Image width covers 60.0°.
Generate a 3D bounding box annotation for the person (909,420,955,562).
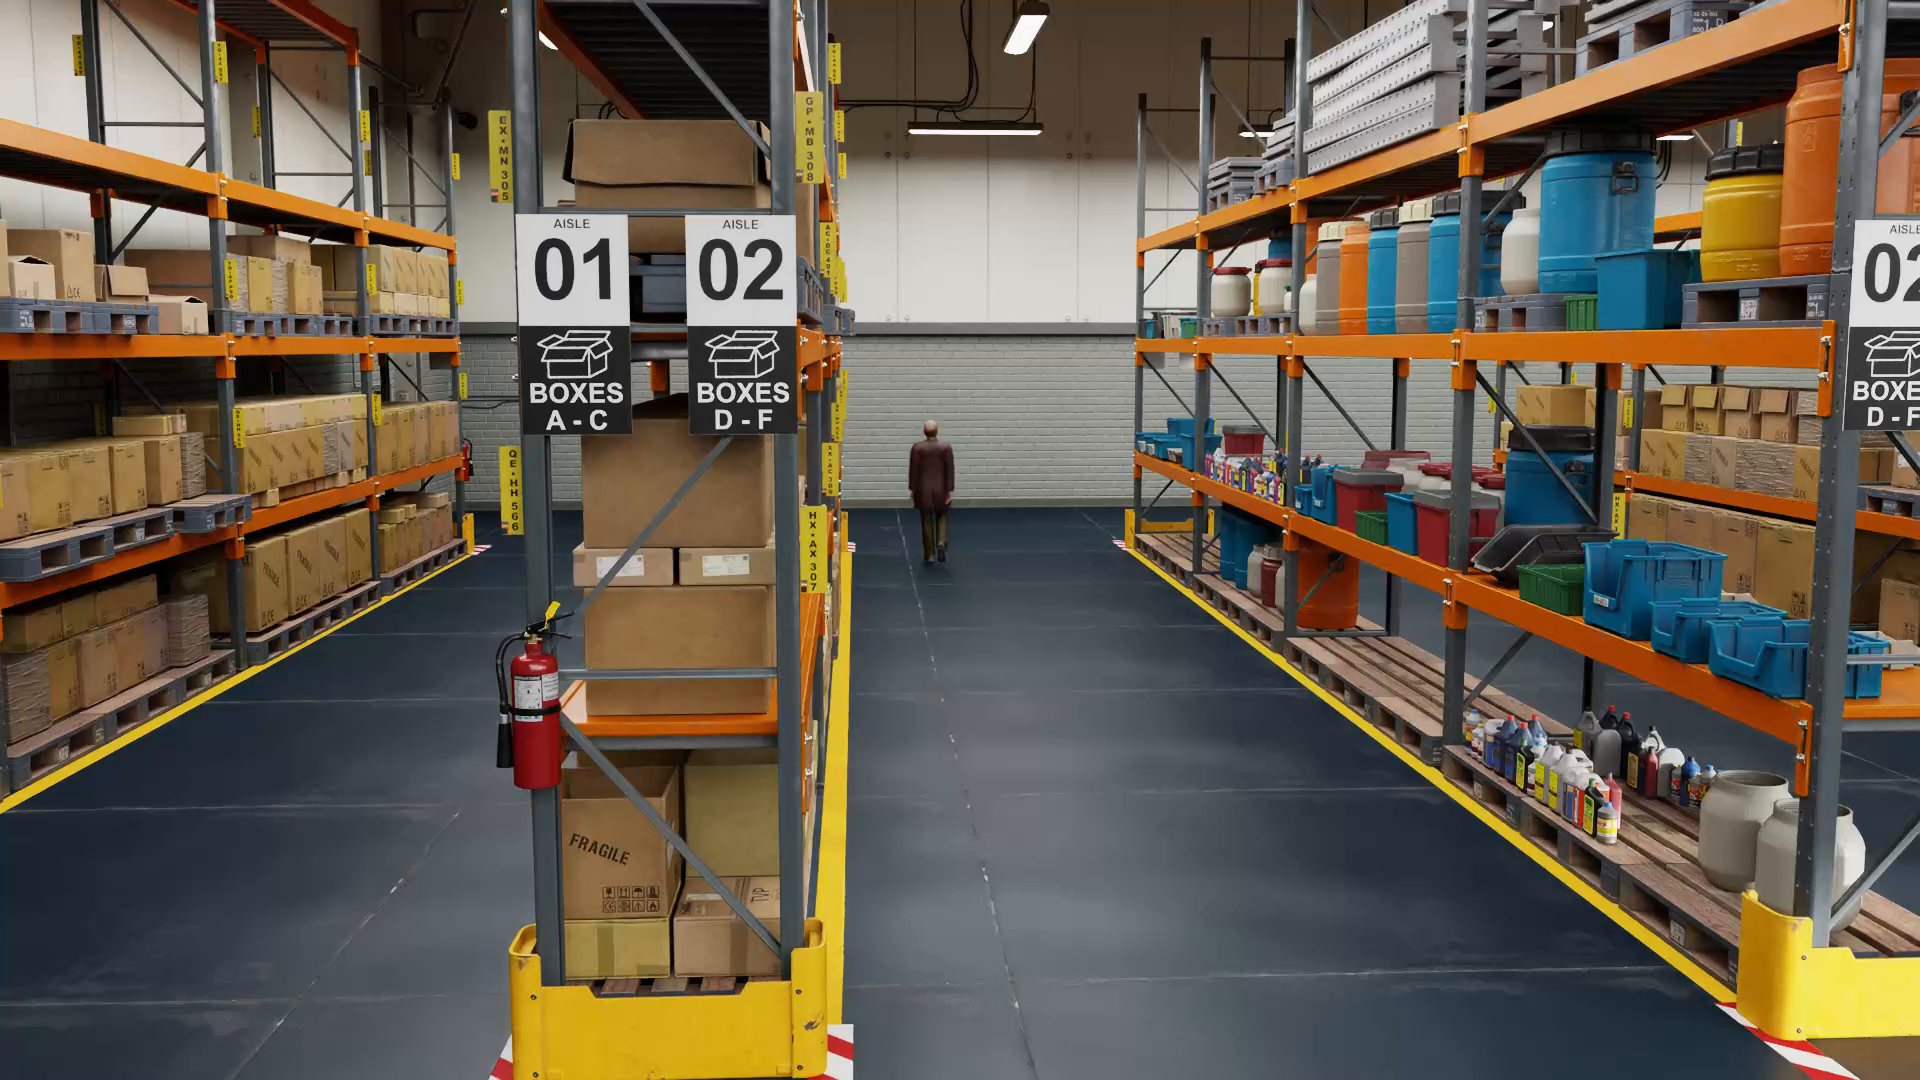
[{"bbox_3d":[-0.364,-0.603,20.879,0.567,1.812,0.482,-1,7,-8],"label":"person"}]
